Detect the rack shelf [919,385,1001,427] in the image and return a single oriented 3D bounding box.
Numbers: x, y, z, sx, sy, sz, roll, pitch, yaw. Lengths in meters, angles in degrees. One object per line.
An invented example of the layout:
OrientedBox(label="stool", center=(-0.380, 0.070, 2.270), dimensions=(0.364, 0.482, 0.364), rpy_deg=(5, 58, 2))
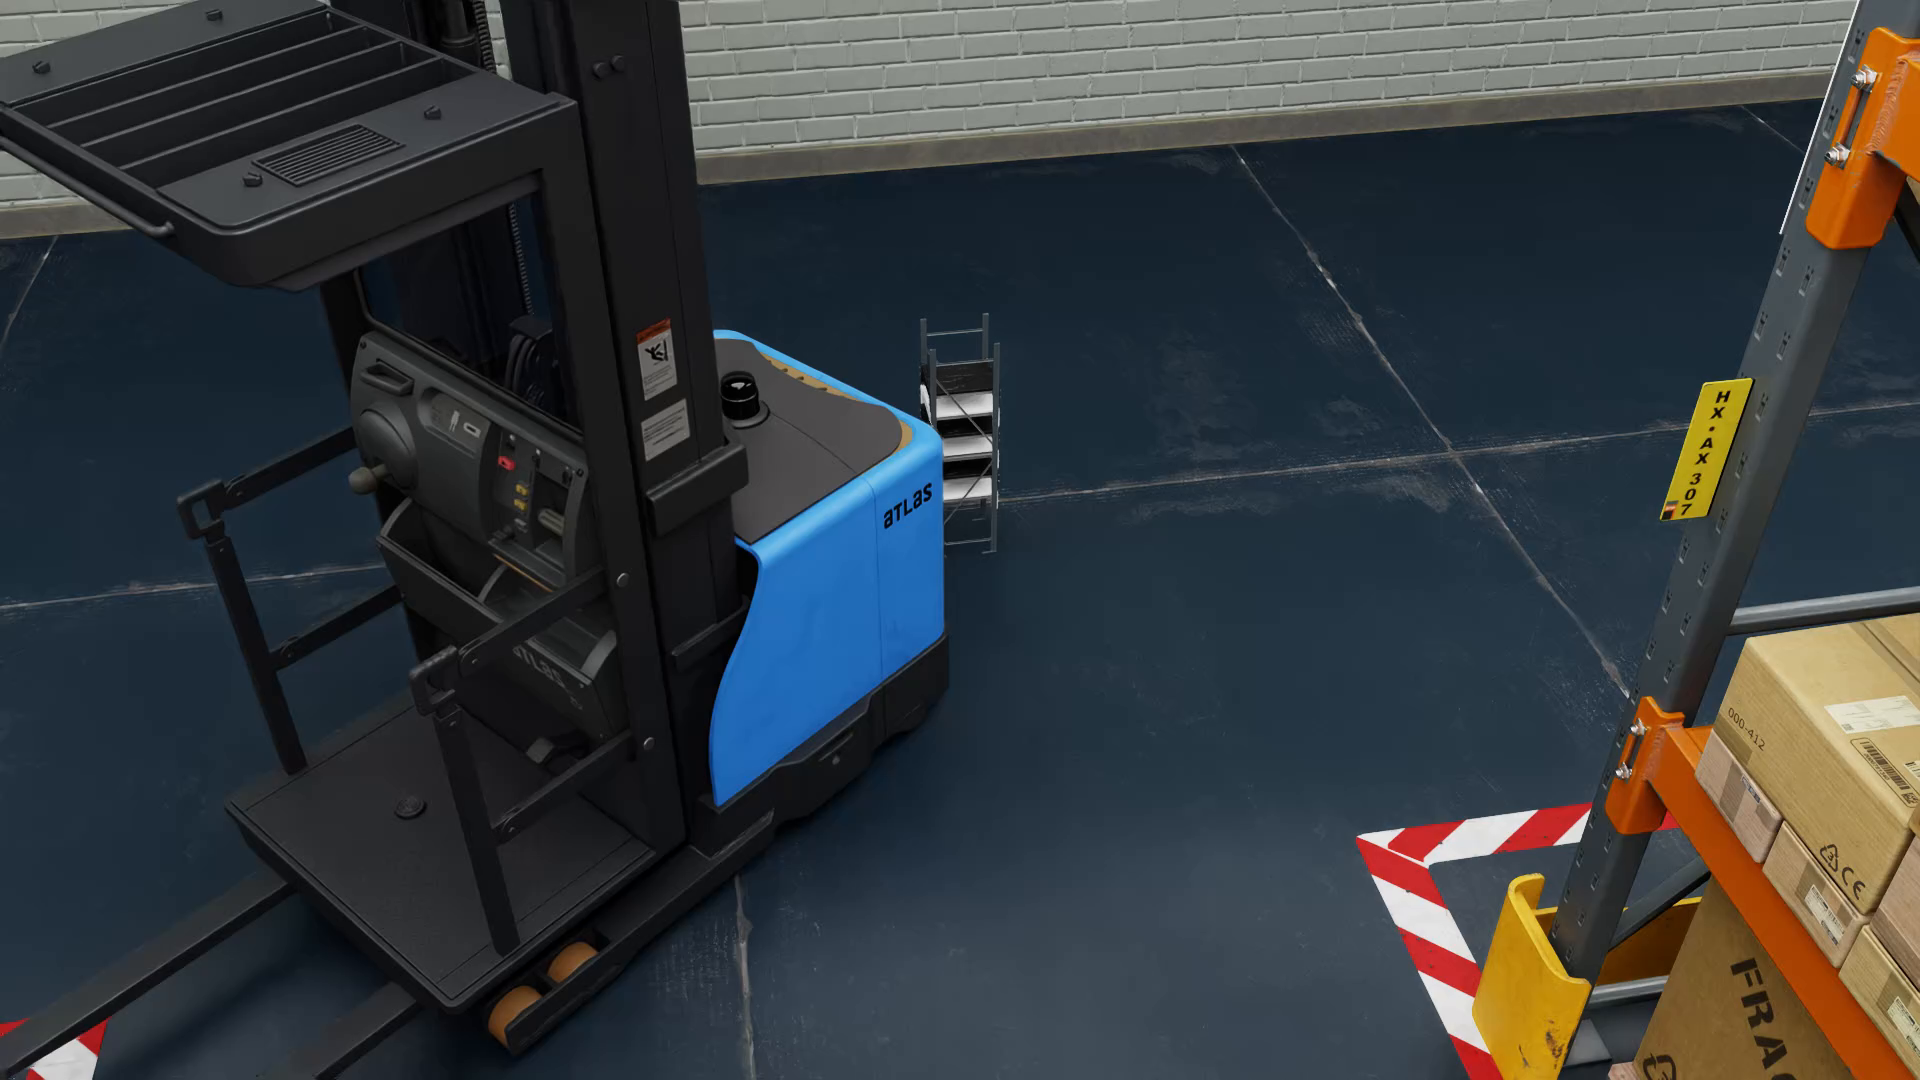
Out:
OrientedBox(label="rack shelf", center=(-0.001, -0.476, 5.890), dimensions=(0.258, 0.077, 0.200), rpy_deg=(-6, 38, -8))

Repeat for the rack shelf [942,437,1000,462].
OrientedBox(label="rack shelf", center=(-0.001, -0.334, 6.001), dimensions=(0.258, 0.077, 0.200), rpy_deg=(-6, 38, -8))

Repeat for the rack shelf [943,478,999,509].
OrientedBox(label="rack shelf", center=(-0.001, -0.192, 6.111), dimensions=(0.258, 0.077, 0.200), rpy_deg=(-6, 38, -8))

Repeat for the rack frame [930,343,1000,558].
OrientedBox(label="rack frame", center=(0.016, -0.299, 5.901), dimensions=(0.240, 0.900, 0.006), rpy_deg=(-6, 38, -8))

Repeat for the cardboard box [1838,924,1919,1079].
OrientedBox(label="cardboard box", center=(1.836, 0.802, 2.977), dimensions=(0.380, 0.149, 0.250), rpy_deg=(-7, 38, -9))

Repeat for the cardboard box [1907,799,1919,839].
OrientedBox(label="cardboard box", center=(1.913, 0.410, 2.545), dimensions=(0.500, 0.500, 0.500), rpy_deg=(-7, 38, -9))

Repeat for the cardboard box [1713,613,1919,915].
OrientedBox(label="cardboard box", center=(1.825, 0.405, 3.164), dimensions=(0.500, 0.250, 0.500), rpy_deg=(-7, 38, -9))

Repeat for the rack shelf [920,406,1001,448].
OrientedBox(label="rack shelf", center=(-0.001, -0.405, 5.945), dimensions=(0.258, 0.077, 0.200), rpy_deg=(-6, 38, -8))

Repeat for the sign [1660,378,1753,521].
OrientedBox(label="sign", center=(1.459, -0.173, 3.258), dimensions=(0.100, 0.325, 0.005), rpy_deg=(-6, 38, -8))

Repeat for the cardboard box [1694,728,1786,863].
OrientedBox(label="cardboard box", center=(1.744, 0.493, 3.375), dimensions=(0.380, 0.149, 0.250), rpy_deg=(-6, 38, -7))

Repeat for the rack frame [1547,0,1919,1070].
OrientedBox(label="rack frame", center=(2.007, 0.144, 3.620), dimensions=(1.000, 3.000, 0.127), rpy_deg=(-6, 38, -8))

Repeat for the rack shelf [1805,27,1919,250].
OrientedBox(label="rack shelf", center=(2.358, 0.451, 1.365), dimensions=(1.077, 0.370, 4.000), rpy_deg=(-6, 38, -8))

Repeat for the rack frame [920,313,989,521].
OrientedBox(label="rack frame", center=(-0.019, -0.422, 6.059), dimensions=(0.240, 0.900, 0.006), rpy_deg=(-6, 38, -8))

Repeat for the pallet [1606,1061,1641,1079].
OrientedBox(label="pallet", center=(2.224, 1.720, 3.865), dimensions=(1.003, 0.211, 1.213), rpy_deg=(-6, 38, -8))

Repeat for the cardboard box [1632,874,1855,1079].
OrientedBox(label="cardboard box", center=(2.198, 1.195, 3.656), dimensions=(0.875, 0.875, 0.875), rpy_deg=(-6, 38, -8))

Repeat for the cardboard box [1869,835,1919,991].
OrientedBox(label="cardboard box", center=(1.923, 0.718, 2.761), dimensions=(0.500, 0.250, 0.500), rpy_deg=(-7, 38, -9))

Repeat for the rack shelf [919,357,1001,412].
OrientedBox(label="rack shelf", center=(-0.001, -0.547, 5.835), dimensions=(0.258, 0.077, 0.200), rpy_deg=(-6, 38, -8))

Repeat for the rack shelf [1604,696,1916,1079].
OrientedBox(label="rack shelf", center=(2.358, 1.636, 2.286), dimensions=(1.077, 0.370, 4.000), rpy_deg=(-6, 38, -8))

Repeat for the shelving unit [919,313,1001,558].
OrientedBox(label="shelving unit", center=(-0.001, -0.360, 5.980), dimensions=(0.258, 0.900, 0.210), rpy_deg=(-6, 38, -8))

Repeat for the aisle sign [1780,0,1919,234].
OrientedBox(label="aisle sign", center=(1.699, -0.894, 2.837), dimensions=(0.394, 0.787, 0.004), rpy_deg=(-6, 38, -8))

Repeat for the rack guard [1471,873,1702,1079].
OrientedBox(label="rack guard", center=(2.003, 1.117, 4.405), dimensions=(1.175, 0.500, 0.348), rpy_deg=(-6, 38, -8))

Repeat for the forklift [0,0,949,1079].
OrientedBox(label="forklift", center=(-1.375, -0.139, 4.040), dimensions=(1.130, 2.935, 3.031), rpy_deg=(28, 46, 31))

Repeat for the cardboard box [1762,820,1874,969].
OrientedBox(label="cardboard box", center=(1.791, 0.648, 3.176), dimensions=(0.380, 0.149, 0.250), rpy_deg=(-7, 38, -9))

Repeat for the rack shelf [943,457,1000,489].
OrientedBox(label="rack shelf", center=(-0.001, -0.263, 6.056), dimensions=(0.258, 0.077, 0.200), rpy_deg=(-6, 38, -8))
